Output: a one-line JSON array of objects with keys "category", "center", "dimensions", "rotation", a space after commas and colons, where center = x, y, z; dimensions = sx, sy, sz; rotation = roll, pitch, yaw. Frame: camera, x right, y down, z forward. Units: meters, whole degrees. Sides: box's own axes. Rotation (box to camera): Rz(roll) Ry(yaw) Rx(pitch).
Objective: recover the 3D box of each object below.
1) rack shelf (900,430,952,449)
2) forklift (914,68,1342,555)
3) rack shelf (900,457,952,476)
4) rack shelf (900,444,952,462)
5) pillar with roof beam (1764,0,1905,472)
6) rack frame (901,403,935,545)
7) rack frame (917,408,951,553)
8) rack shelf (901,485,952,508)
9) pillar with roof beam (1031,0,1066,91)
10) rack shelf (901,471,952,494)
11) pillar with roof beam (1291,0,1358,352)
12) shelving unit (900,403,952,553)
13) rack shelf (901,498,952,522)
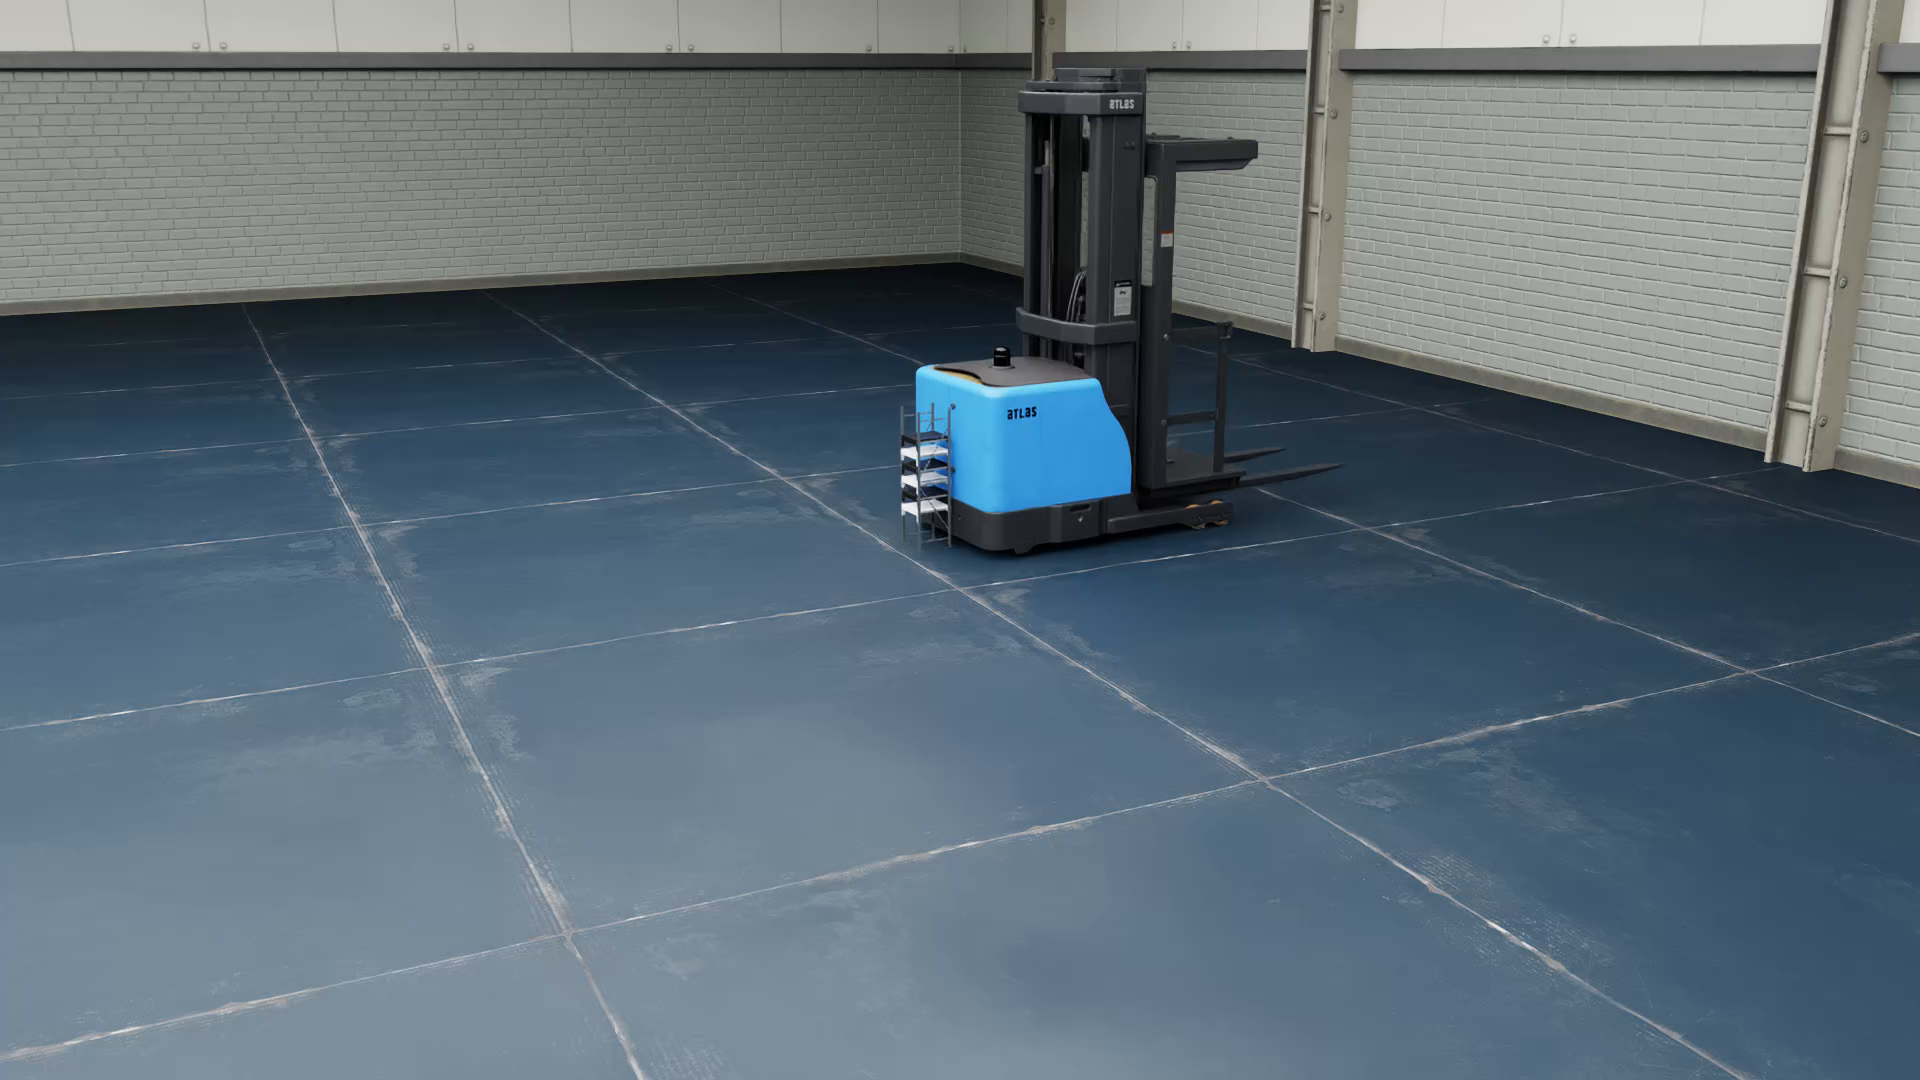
[{"category": "rack shelf", "center": [-0.214, -0.622, 10.430], "dimensions": [0.258, 0.077, 0.200], "rotation": [-10, 19, -30]}, {"category": "forklift", "center": [1.233, -1.595, 10.995], "dimensions": [3.031, 2.935, 1.130], "rotation": [-9, 18, -29]}, {"category": "rack shelf", "center": [-0.214, -0.449, 10.480], "dimensions": [0.258, 0.077, 0.200], "rotation": [-10, 19, -30]}, {"category": "rack shelf", "center": [-0.214, -0.536, 10.455], "dimensions": [0.258, 0.077, 0.200], "rotation": [-10, 19, -30]}, {"category": "pillar with roof beam", "center": [2.577, -4.385, 9.717], "dimensions": [9.100, 9.000, 0.400], "rotation": [-8, 18, -25]}, {"category": "rack frame", "center": [-0.267, -0.419, 10.579], "dimensions": [0.240, 0.900, 0.006], "rotation": [-10, 19, -30]}, {"category": "rack frame", "center": [-0.161, -0.371, 10.412], "dimensions": [0.240, 0.900, 0.006], "rotation": [-10, 19, -30]}, {"category": "rack shelf", "center": [-0.214, -0.276, 10.530], "dimensions": [0.258, 0.077, 0.200], "rotation": [-10, 19, -30]}, {"category": "pillar with roof beam", "center": [-2.680, -7.361, 20.086], "dimensions": [9.100, 9.000, 0.400], "rotation": [-8, 18, -25]}, {"category": "rack shelf", "center": [-0.214, -0.363, 10.505], "dimensions": [0.258, 0.077, 0.200], "rotation": [-10, 19, -30]}, {"category": "pillar with roof beam", "center": [-0.052, -5.873, 14.902], "dimensions": [9.100, 9.000, 0.400], "rotation": [-8, 18, -25]}, {"category": "shelving unit", "center": [-0.214, -0.395, 10.496], "dimensions": [0.258, 0.900, 0.210], "rotation": [-10, 19, -30]}, {"category": "rack shelf", "center": [-0.214, -0.190, 10.554], "dimensions": [0.258, 0.077, 0.200], "rotation": [-10, 19, -30]}]
